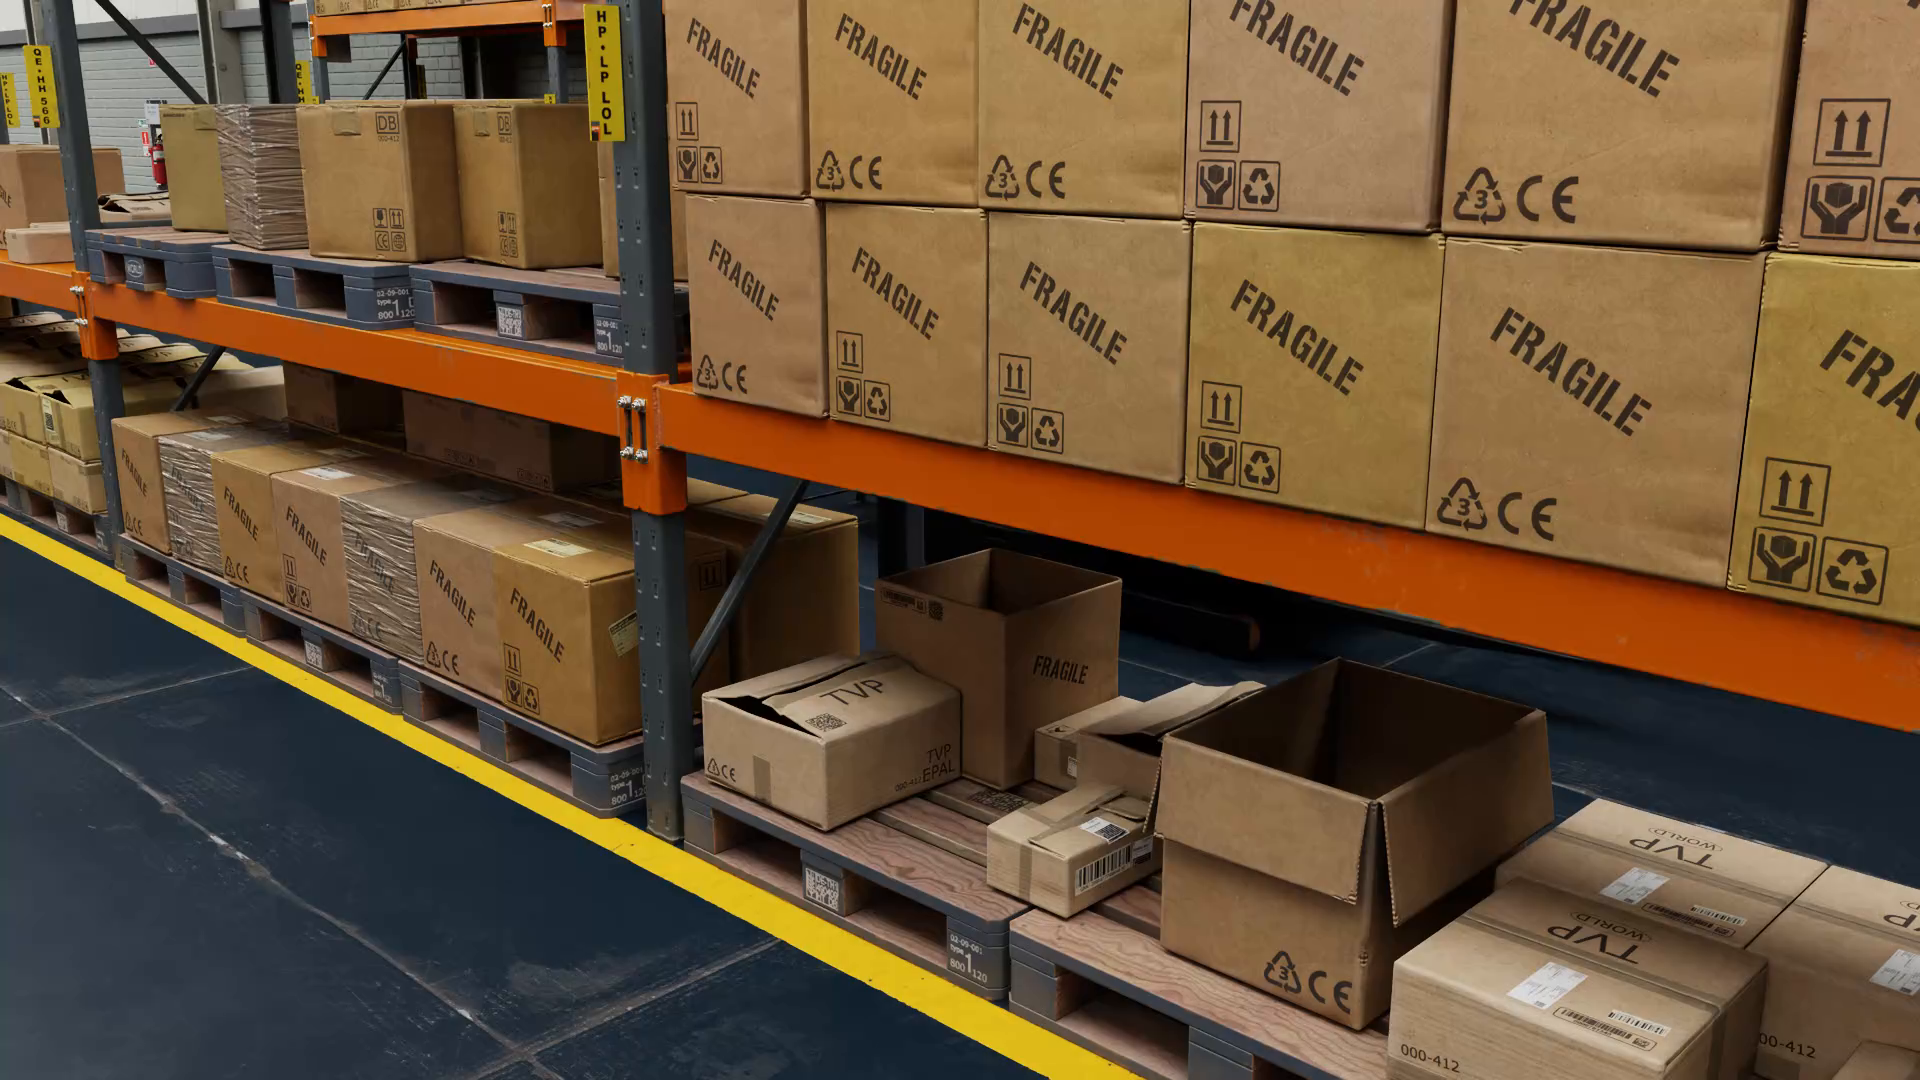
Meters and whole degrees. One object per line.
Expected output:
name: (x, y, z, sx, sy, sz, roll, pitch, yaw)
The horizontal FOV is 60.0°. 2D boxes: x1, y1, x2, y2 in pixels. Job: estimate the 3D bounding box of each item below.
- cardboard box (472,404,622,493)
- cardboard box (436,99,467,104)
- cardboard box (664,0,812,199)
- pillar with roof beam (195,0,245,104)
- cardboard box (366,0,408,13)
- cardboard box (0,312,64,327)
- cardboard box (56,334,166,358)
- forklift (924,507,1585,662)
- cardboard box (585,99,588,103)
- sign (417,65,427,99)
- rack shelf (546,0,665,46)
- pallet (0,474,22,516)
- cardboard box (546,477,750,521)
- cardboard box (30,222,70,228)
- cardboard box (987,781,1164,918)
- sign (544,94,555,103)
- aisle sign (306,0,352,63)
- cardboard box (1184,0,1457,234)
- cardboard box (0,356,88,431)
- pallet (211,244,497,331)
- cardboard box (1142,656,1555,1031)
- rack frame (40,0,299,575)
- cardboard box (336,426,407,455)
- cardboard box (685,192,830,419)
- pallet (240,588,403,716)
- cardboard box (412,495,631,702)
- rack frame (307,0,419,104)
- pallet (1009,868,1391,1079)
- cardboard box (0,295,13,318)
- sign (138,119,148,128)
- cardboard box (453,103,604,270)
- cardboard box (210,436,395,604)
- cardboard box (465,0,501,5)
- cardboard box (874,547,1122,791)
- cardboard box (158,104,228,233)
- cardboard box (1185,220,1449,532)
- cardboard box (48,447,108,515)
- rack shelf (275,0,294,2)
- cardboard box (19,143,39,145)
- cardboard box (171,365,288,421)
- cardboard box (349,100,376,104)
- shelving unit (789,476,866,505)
cardboard box: (-1.398, -0.368, 5.993, 0.500, 0.250, 0.500, 14, 20, 42)
cardboard box: (-4.096, -3.501, 14.190, 0.500, 0.500, 0.500, 13, 19, 41)
cardboard box: (-0.356, -1.097, 4.011, 0.500, 0.500, 0.500, -14, 20, -43)
pillar with roof beam: (-11.905, -6.904, 16.582, 0.400, 9.000, 9.100, 14, 20, 42)
cardboard box: (-4.897, -4.913, 14.652, 0.500, 0.500, 0.500, -13, 20, -42)
cardboard box: (-5.768, -1.223, 10.186, 0.500, 0.311, 0.500, 14, 20, 42)
cardboard box: (-4.672, -0.957, 9.164, 0.500, 0.311, 0.500, 13, 20, 42)
forklift: (1.180, -1.125, 6.438, 3.031, 2.935, 1.130, 13, 20, 41)
cardboard box: (-3.016, -3.418, 13.872, 0.500, 0.500, 0.500, 13, 19, 41)
sign: (-5.303, -4.508, 16.363, 0.005, 0.325, 0.100, 14, 20, 42)
rack shelf: (-1.383, -3.751, 11.858, 4.000, 0.370, 1.077, 14, 20, 42)
pallet: (-4.819, -0.413, 9.100, 1.213, 0.211, 1.003, 14, 20, 42)
cardboard box: (-1.070, 0.079, 5.767, 0.500, 0.500, 0.500, 14, 20, 43)
cardboard box: (-4.336, -1.489, 8.198, 0.380, 0.149, 0.250, -13, 19, -40)
cardboard box: (0.282, 0.722, 3.957, 0.250, 0.166, 0.380, 14, 20, 42)
sign: (-3.194, -3.317, 12.996, 0.005, 0.325, 0.100, 14, 20, 42)
aisle sign: (-5.962, -4.914, 15.687, 0.004, 0.787, 0.394, 14, 20, 42)
cardboard box: (0.758, -0.826, 2.973, 0.500, 0.500, 0.500, -14, 20, -42)
cardboard box: (-4.667, -0.768, 8.437, 0.500, 0.311, 0.500, 13, 20, 42)
pallet: (-1.976, -0.966, 6.070, 1.213, 0.211, 1.003, 14, 20, 42)
cardboard box: (0.857, 0.625, 3.663, 0.637, 0.503, 0.797, 14, 20, 42)
rack frame: (-3.379, -1.398, 7.349, 0.127, 3.000, 1.000, 14, 20, 42)
cardboard box: (-2.171, -0.190, 6.796, 0.500, 0.500, 0.500, 13, 19, 40)
cardboard box: (-0.322, -0.608, 4.117, 0.500, 0.500, 0.500, -14, 20, -43)
pallet: (-1.994, 0.302, 6.353, 1.213, 0.211, 1.003, 14, 20, 42)
cardboard box: (-1.404, 0.176, 5.391, 0.500, 0.500, 0.500, 14, 20, 42)
rack frame: (-5.702, -3.698, 16.175, 0.127, 3.000, 1.000, 14, 20, 42)
pallet: (0.877, 0.985, 3.732, 1.213, 0.211, 1.003, 14, 20, 42)
cardboard box: (-6.375, -1.472, 10.764, 0.500, 0.500, 0.500, 14, 20, 42)
sign: (-10.999, -5.609, 22.387, 0.331, 0.109, 0.001, 14, 20, 42)
cardboard box: (-1.224, -1.182, 5.488, 0.700, 0.500, 0.500, -11, 18, -35)
cardboard box: (-2.511, -0.090, 6.415, 0.500, 0.500, 0.500, 13, 20, 41)
cardboard box: (-3.713, -4.642, 13.611, 0.500, 0.500, 0.500, 12, 19, 38)
cardboard box: (0.108, 0.347, 4.736, 0.500, 0.500, 0.500, 14, 20, 42)
cardboard box: (-2.847, -1.560, 6.938, 0.500, 0.500, 0.700, 7, 16, 24)
cardboard box: (0.775, -0.342, 3.097, 0.500, 0.500, 0.500, 13, 20, 41)
cardboard box: (-3.927, -0.318, 7.826, 0.500, 0.250, 0.500, -14, 20, -43)
rack shelf: (-1.939, -2.151, 5.718, 4.000, 0.370, 1.077, 14, 20, 42)
cardboard box: (-5.338, -1.917, 9.142, 0.500, 0.500, 0.500, -13, 19, -40)
cardboard box: (-3.552, -0.687, 8.128, 0.500, 0.311, 0.500, -14, 20, -42)
cardboard box: (-5.218, -3.771, 15.228, 0.500, 0.500, 0.500, 14, 20, 42)
shelving unit: (-0.302, -0.615, 8.060, 1.048, 1.125, 0.538, 13, 20, 41)
